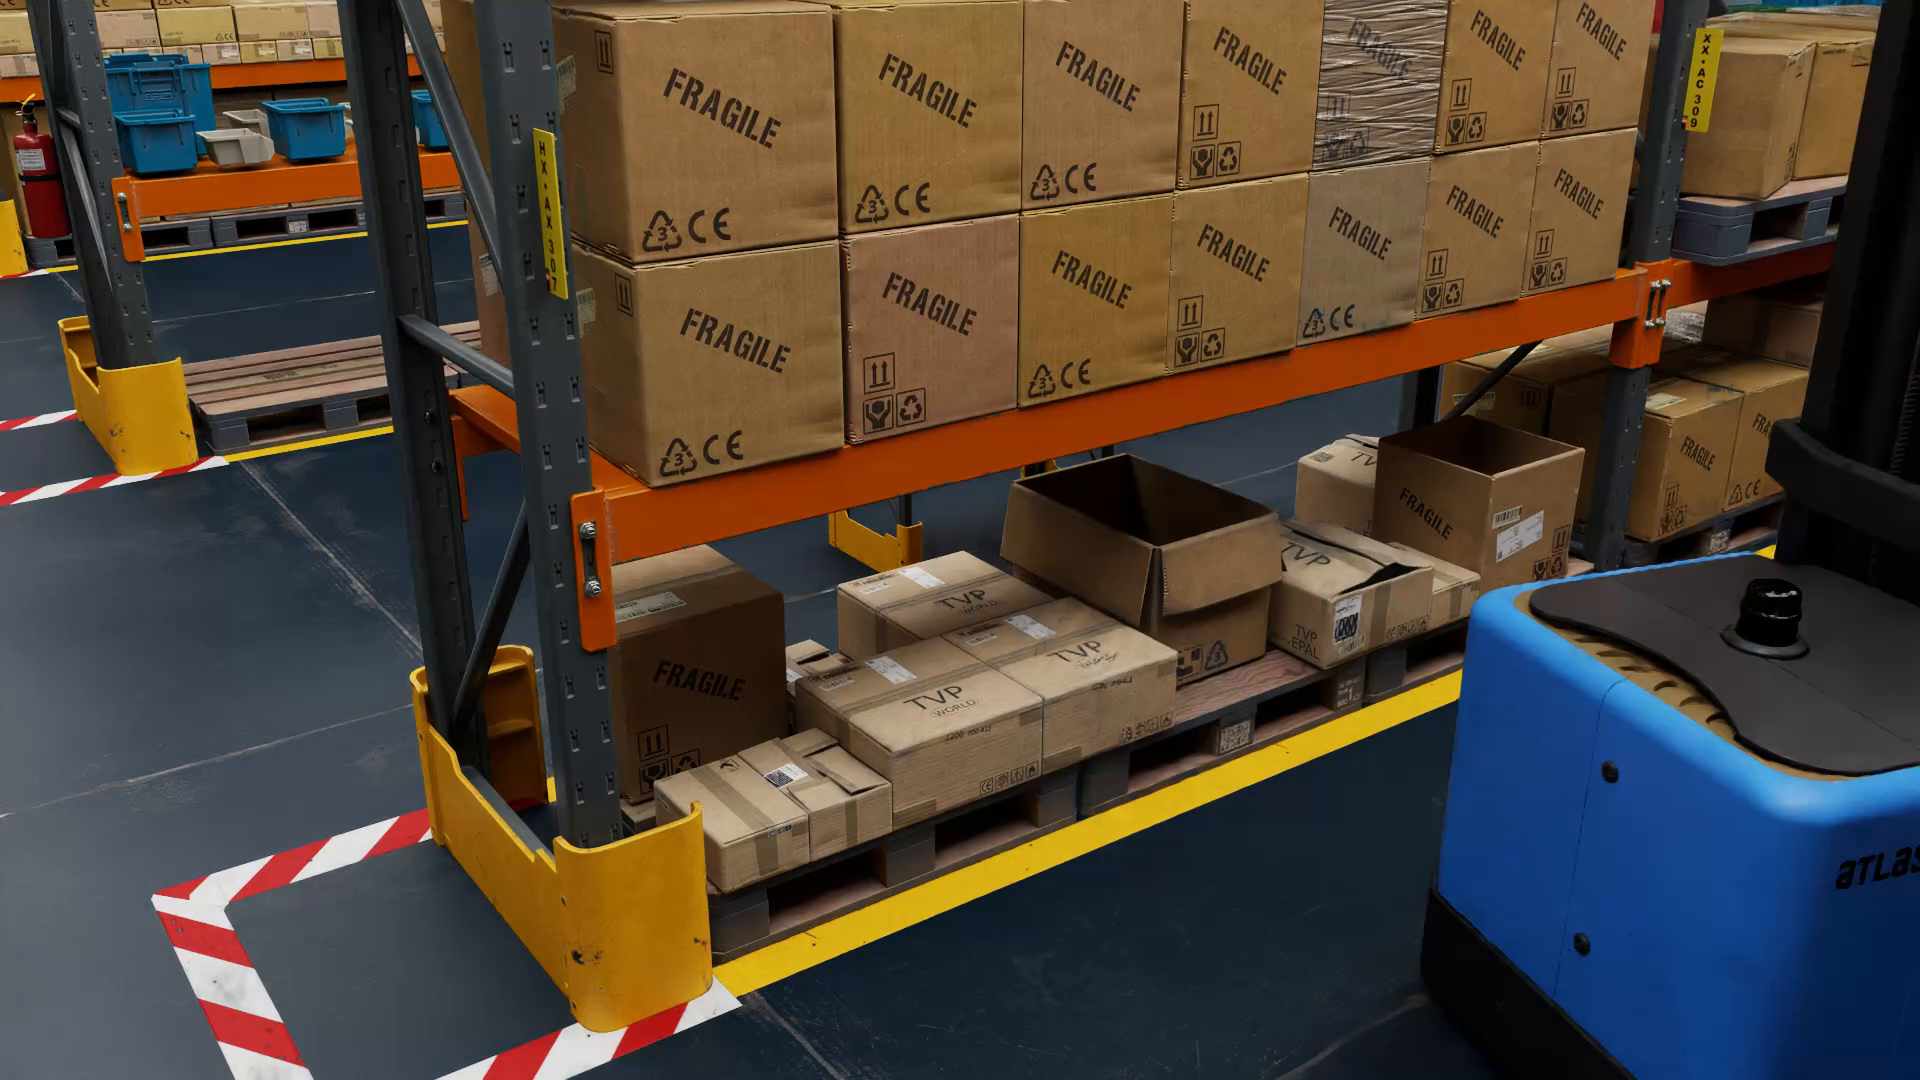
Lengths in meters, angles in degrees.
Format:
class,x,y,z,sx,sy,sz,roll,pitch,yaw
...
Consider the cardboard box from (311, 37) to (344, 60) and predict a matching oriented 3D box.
class,x,y,z,sx,sy,sz,roll,pitch,yaw
cardboard box,-4.765,-3.694,12.446,0.250,0.149,0.380,-15,26,-34

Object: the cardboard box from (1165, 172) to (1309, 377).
class,x,y,z,sx,sy,sz,roll,pitch,yaw
cardboard box,0.615,-0.799,4.716,0.500,0.500,0.500,-15,26,-32

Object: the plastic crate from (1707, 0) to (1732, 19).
class,x,y,z,sx,sy,sz,roll,pitch,yaw
plastic crate,6.219,-4.542,14.314,0.504,0.338,0.767,-15,26,-33

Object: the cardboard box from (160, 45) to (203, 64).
class,x,y,z,sx,sy,sz,roll,pitch,yaw
cardboard box,-5.599,-3.472,11.889,0.250,0.149,0.380,-16,27,-34

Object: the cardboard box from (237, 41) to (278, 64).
class,x,y,z,sx,sy,sz,roll,pitch,yaw
cardboard box,-5.185,-3.582,12.165,0.250,0.149,0.380,-16,27,-34

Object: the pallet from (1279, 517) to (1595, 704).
class,x,y,z,sx,sy,sz,roll,pitch,yaw
pallet,1.558,0.171,6.184,1.213,0.211,1.003,-15,26,-33

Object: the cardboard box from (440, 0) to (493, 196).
class,x,y,z,sx,sy,sz,roll,pitch,yaw
cardboard box,-0.930,-1.097,4.114,0.500,0.500,0.500,-15,26,-33

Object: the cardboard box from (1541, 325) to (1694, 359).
class,x,y,z,sx,sy,sz,roll,pitch,yaw
cardboard box,2.756,-0.614,7.166,0.500,0.500,0.500,-15,26,-33

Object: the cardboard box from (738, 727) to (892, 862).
class,x,y,z,sx,sy,sz,roll,pitch,yaw
cardboard box,-0.387,0.663,4.416,0.250,0.166,0.380,-15,26,-33

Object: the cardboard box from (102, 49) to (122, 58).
class,x,y,z,sx,sy,sz,roll,pitch,yaw
cardboard box,-6.017,-3.360,11.609,0.250,0.149,0.380,-16,27,-34

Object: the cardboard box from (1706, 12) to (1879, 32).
class,x,y,z,sx,sy,sz,roll,pitch,yaw
cardboard box,3.514,-1.915,6.947,0.700,0.500,0.500,17,27,36

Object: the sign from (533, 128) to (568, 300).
class,x,y,z,sx,sy,sz,roll,pitch,yaw
sign,-0.814,-0.646,3.300,0.005,0.325,0.100,-15,26,-33

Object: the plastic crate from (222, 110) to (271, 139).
class,x,y,z,sx,sy,sz,roll,pitch,yaw
plastic crate,-3.464,-2.034,8.222,0.243,0.136,0.396,-15,26,-33

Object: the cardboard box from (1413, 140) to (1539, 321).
class,x,y,z,sx,sy,sz,roll,pitch,yaw
cardboard box,1.443,-1.022,5.275,0.500,0.500,0.500,-14,26,-31

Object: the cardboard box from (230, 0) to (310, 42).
class,x,y,z,sx,sy,sz,roll,pitch,yaw
cardboard box,-5.117,-3.816,12.213,0.500,0.250,0.500,-16,27,-34

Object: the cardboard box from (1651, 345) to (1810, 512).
class,x,y,z,sx,sy,sz,roll,pitch,yaw
cardboard box,3.078,-0.466,6.797,0.500,0.500,0.500,-14,26,-32

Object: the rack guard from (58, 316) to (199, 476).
class,x,y,z,sx,sy,sz,roll,pitch,yaw
rack guard,-4.033,-0.728,8.046,0.348,0.500,1.175,-15,26,-33

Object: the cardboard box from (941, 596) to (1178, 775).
class,x,y,z,sx,sy,sz,roll,pitch,yaw
cardboard box,0.288,0.417,4.921,0.500,0.250,0.500,-15,26,-33

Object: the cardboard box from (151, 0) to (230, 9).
class,x,y,z,sx,sy,sz,roll,pitch,yaw
cardboard box,-5.543,-4.050,11.787,0.500,0.500,0.500,-16,27,-34

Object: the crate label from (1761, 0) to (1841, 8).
class,x,y,z,sx,sy,sz,roll,pitch,yaw
crate label,7.631,-4.898,15.076,0.616,0.435,0.502,-15,26,-33

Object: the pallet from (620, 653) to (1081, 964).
class,x,y,z,sx,sy,sz,roll,pitch,yaw
pallet,-0.423,0.699,4.860,1.213,0.211,1.003,-15,26,-33

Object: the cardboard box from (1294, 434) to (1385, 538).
class,x,y,z,sx,sy,sz,roll,pitch,yaw
cardboard box,1.649,-0.203,6.391,0.500,0.311,0.500,-15,26,-33

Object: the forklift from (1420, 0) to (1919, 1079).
class,x,y,z,sx,sy,sz,roll,pitch,yaw
forklift,2.699,-0.259,3.590,3.031,2.935,1.130,-7,23,-17

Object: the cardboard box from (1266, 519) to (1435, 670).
class,x,y,z,sx,sy,sz,roll,pitch,yaw
cardboard box,1.211,0.143,5.526,0.500,0.311,0.500,-15,26,-33

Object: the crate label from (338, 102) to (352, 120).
class,x,y,z,sx,sy,sz,roll,pitch,yaw
crate label,-3.009,-2.160,8.538,0.243,0.136,0.396,-15,26,-33

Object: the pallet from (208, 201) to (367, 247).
class,x,y,z,sx,sy,sz,roll,pitch,yaw
pallet,-5.320,-2.552,13.007,1.213,0.211,1.003,-15,26,-33

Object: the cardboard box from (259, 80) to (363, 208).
class,x,y,z,sx,sy,sz,roll,pitch,yaw
cardboard box,-4.979,-3.149,13.040,0.875,0.875,0.875,-15,26,-33

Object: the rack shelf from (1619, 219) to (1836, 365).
class,x,y,z,sx,sy,sz,roll,pitch,yaw
rack shelf,3.740,-1.372,7.257,4.000,0.370,1.077,-15,26,-33

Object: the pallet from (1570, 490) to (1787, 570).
class,x,y,z,sx,sy,sz,roll,pitch,yaw
pallet,2.754,-0.165,7.025,1.213,0.211,1.003,-15,26,-33

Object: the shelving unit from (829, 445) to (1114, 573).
class,x,y,z,sx,sy,sz,roll,pitch,yaw
shelving unit,0.062,-0.713,6.660,1.083,1.500,0.587,-15,26,-33

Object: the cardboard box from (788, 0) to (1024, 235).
class,x,y,z,sx,sy,sz,roll,pitch,yaw
cardboard box,-0.197,-1.050,3.996,0.500,0.500,0.500,-15,26,-32

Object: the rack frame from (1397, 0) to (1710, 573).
class,x,y,z,sx,sy,sz,roll,pitch,yaw
rack frame,2.116,-1.273,6.039,0.127,3.000,1.000,-15,26,-33

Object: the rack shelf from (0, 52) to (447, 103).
class,x,y,z,sx,sy,sz,roll,pitch,yaw
rack shelf,-5.290,-3.487,12.558,4.000,0.370,1.077,-15,26,-33

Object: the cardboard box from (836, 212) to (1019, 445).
class,x,y,z,sx,sy,sz,roll,pitch,yaw
cardboard box,-0.201,-0.583,4.176,0.500,0.500,0.500,-15,26,-33

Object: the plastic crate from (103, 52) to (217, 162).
class,x,y,z,sx,sy,sz,roll,pitch,yaw
plastic crate,-3.858,-2.071,7.910,0.499,0.435,0.616,-15,26,-33

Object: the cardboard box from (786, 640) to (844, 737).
class,x,y,z,sx,sy,sz,roll,pitch,yaw
cardboard box,-0.452,0.452,4.945,0.250,0.166,0.380,-15,26,-33

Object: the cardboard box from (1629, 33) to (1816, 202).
class,x,y,z,sx,sy,sz,roll,pitch,yaw
cardboard box,2.631,-1.550,6.031,0.700,0.500,0.500,14,26,32

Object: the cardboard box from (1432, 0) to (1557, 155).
class,x,y,z,sx,sy,sz,roll,pitch,yaw
cardboard box,1.443,-1.485,5.085,0.500,0.500,0.500,-16,27,-34

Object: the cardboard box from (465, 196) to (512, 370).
class,x,y,z,sx,sy,sz,roll,pitch,yaw
cardboard box,-0.926,-0.632,4.299,0.500,0.500,0.500,-14,26,-31

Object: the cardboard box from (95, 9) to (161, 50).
class,x,y,z,sx,sy,sz,roll,pitch,yaw
cardboard box,-5.948,-3.594,11.656,0.500,0.250,0.500,-15,26,-33

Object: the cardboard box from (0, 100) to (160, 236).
class,x,y,z,sx,sy,sz,roll,pitch,yaw
cardboard box,-6.440,-2.759,12.063,0.875,0.875,0.875,-15,26,-33

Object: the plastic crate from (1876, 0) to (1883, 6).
class,x,y,z,sx,sy,sz,roll,pitch,yaw
plastic crate,8.736,-5.094,15.815,0.616,0.251,0.499,-15,26,-33

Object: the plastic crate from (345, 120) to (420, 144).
class,x,y,z,sx,sy,sz,roll,pitch,yaw
plastic crate,-2.769,-1.949,8.009,0.298,0.136,0.250,-15,26,-33

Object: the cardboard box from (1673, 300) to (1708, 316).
class,x,y,z,sx,sy,sz,roll,pitch,yaw
cardboard box,3.574,-0.833,7.715,0.500,0.500,0.500,-16,27,-35

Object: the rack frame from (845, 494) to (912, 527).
class,x,y,z,sx,sy,sz,roll,pitch,yaw
rack frame,-0.343,-0.605,6.389,0.032,1.500,0.500,-15,26,-33

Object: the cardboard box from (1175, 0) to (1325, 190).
class,x,y,z,sx,sy,sz,roll,pitch,yaw
cardboard box,0.624,-1.267,4.540,0.500,0.500,0.500,-15,26,-33

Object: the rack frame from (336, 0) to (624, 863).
class,x,y,z,sx,sy,sz,roll,pitch,yaw
rack frame,-1.131,-0.407,3.869,0.127,3.000,1.000,-15,26,-33

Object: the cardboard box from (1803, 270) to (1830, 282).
class,x,y,z,sx,sy,sz,roll,pitch,yaw
cardboard box,3.870,-1.021,7.175,0.500,0.250,0.500,-16,26,-34

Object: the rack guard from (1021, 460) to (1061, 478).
class,x,y,z,sx,sy,sz,roll,pitch,yaw
rack guard,0.466,-0.240,7.162,0.087,0.250,0.587,-15,26,-33

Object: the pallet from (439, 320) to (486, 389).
class,x,y,z,sx,sy,sz,roll,pitch,yaw
pallet,-2.339,-1.032,9.198,1.213,0.211,1.003,-15,26,-33

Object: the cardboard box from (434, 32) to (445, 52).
class,x,y,z,sx,sy,sz,roll,pitch,yaw
cardboard box,-4.140,-3.861,12.865,0.250,0.149,0.380,-15,26,-34

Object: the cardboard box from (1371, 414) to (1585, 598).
class,x,y,z,sx,sy,sz,roll,pitch,yaw
cardboard box,1.819,-0.107,5.898,0.500,0.500,0.500,-15,26,-33

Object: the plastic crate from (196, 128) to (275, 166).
class,x,y,z,sx,sy,sz,roll,pitch,yaw
plastic crate,-3.319,-1.802,7.641,0.298,0.136,0.250,-15,26,-33

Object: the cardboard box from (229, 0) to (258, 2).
class,x,y,z,sx,sy,sz,roll,pitch,yaw
cardboard box,-5.429,-3.975,12.612,0.500,0.250,0.500,-15,26,-33

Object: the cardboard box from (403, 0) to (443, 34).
class,x,y,z,sx,sy,sz,roll,pitch,yaw
cardboard box,-4.290,-4.035,12.762,0.500,0.250,0.500,-14,26,-31
